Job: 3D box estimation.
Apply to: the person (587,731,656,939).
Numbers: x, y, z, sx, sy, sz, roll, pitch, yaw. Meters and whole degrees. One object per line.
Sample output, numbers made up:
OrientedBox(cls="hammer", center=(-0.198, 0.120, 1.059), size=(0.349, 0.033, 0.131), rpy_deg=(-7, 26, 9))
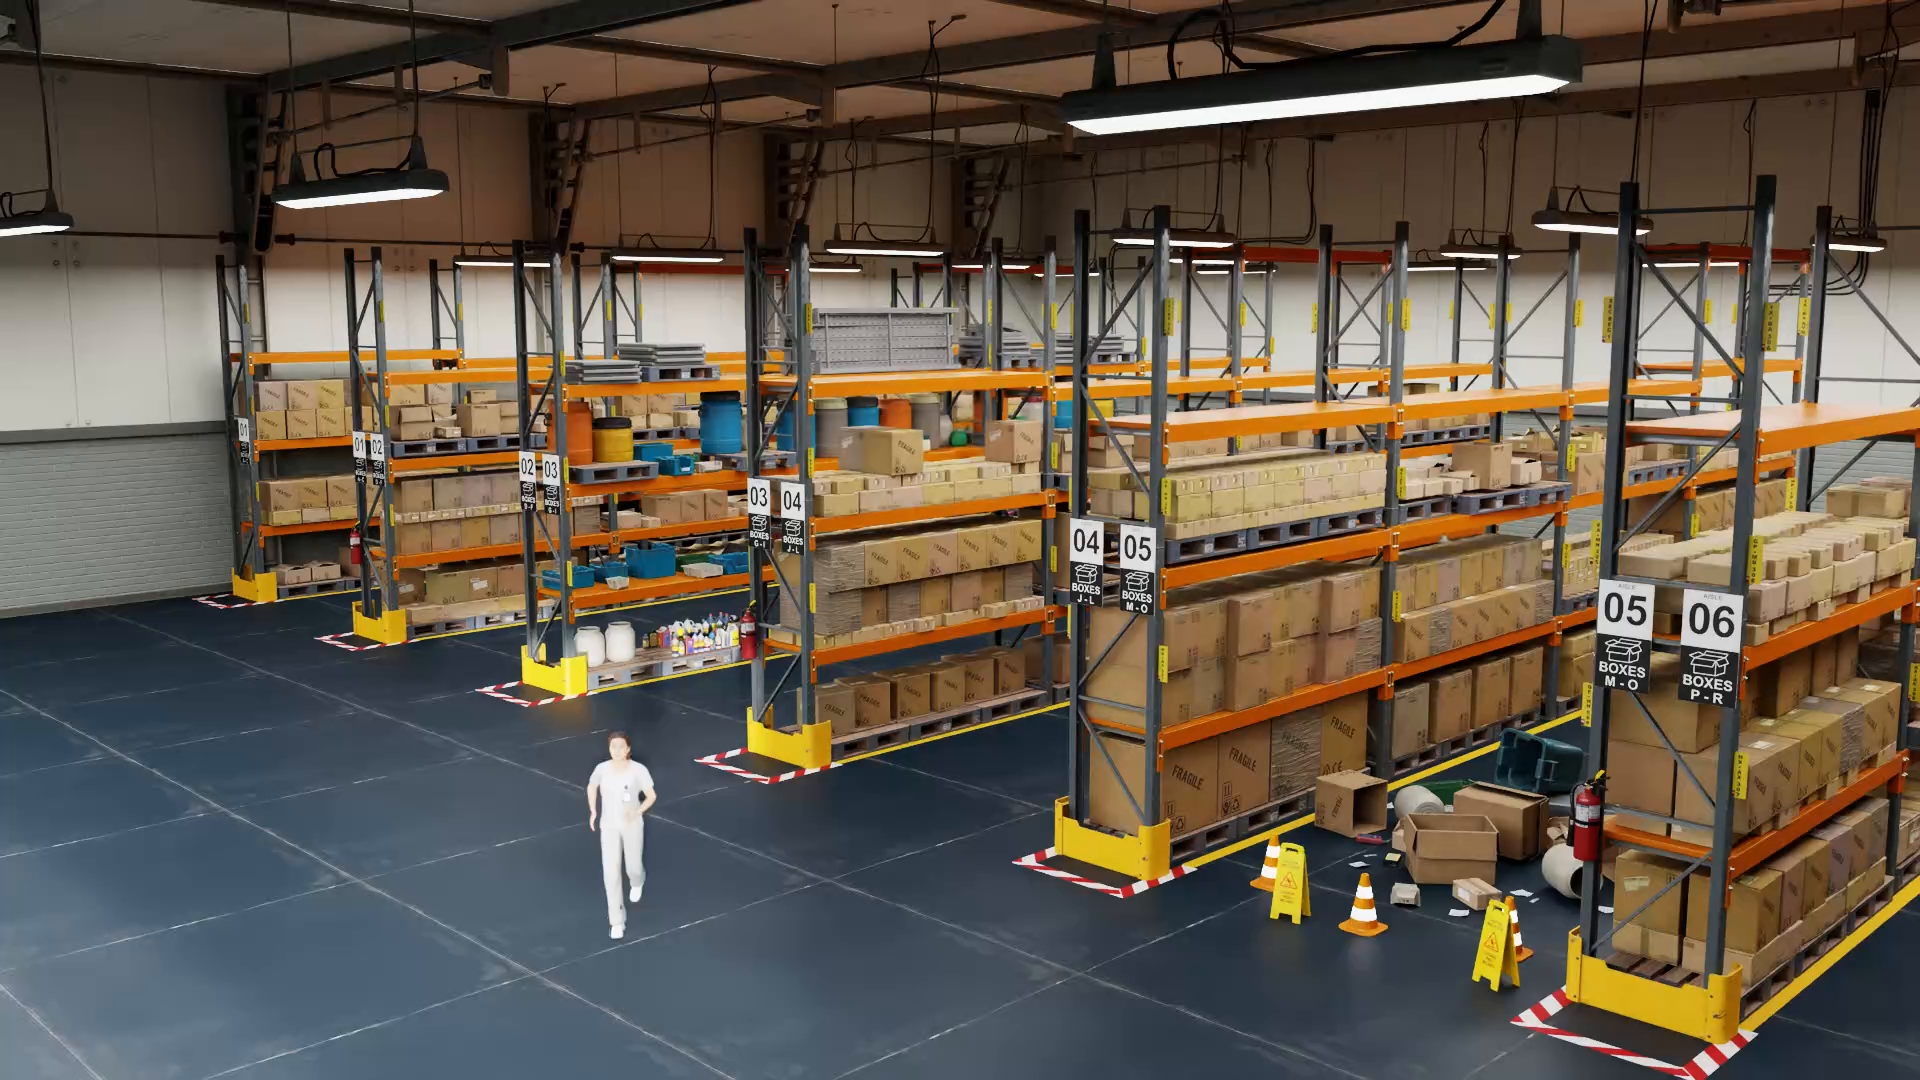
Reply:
OrientedBox(cls="person", center=(-2.819, 2.388, 13.845), size=(0.593, 1.645, 0.907), rpy_deg=(0, 8, -3))

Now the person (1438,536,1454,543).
OrientedBox(cls="person", center=(7.270, 0.764, 25.055), size=(0.572, 1.693, 0.935), rpy_deg=(6, 10, 38))

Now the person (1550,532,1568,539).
OrientedBox(cls="person", center=(9.183, 0.718, 25.445), size=(0.544, 1.740, 0.661), rpy_deg=(-7, 11, -40))
